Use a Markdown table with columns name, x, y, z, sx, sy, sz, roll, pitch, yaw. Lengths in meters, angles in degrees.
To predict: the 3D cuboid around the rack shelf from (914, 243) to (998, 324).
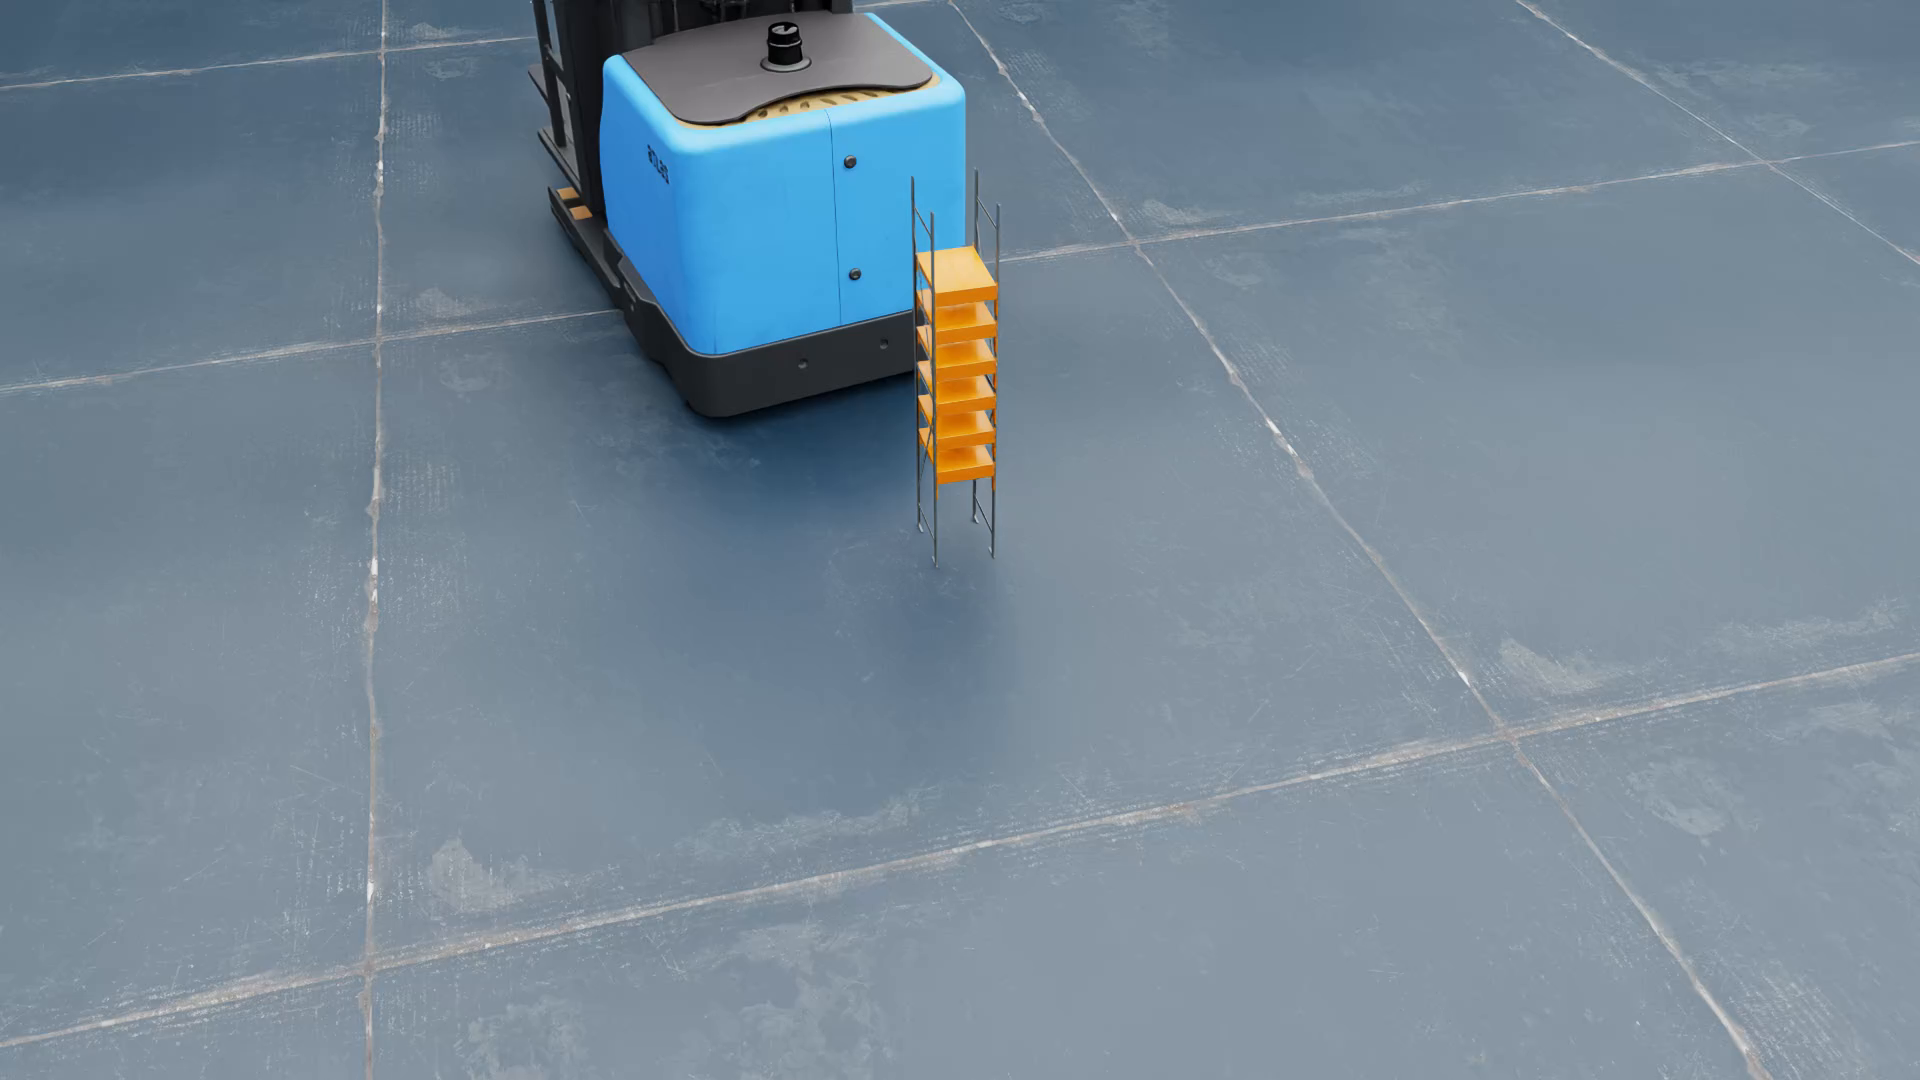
| name | x | y | z | sx | sy | sz | roll | pitch | yaw |
| --- | --- | --- | --- | --- | --- | --- | --- | --- | --- |
| rack shelf | -0.014 | -0.725 | 4.691 | 0.180 | 0.103 | 0.258 | -9 | 38 | -12 |

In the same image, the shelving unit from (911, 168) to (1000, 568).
| name | x | y | z | sx | sy | sz | roll | pitch | yaw |
| --- | --- | --- | --- | --- | --- | --- | --- | --- | --- |
| shelving unit | -0.014 | -0.474 | 4.882 | 0.189 | 1.200 | 0.258 | -9 | 38 | -12 |

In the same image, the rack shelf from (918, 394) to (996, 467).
| name | x | y | z | sx | sy | sz | roll | pitch | yaw |
| --- | --- | --- | --- | --- | --- | --- | --- | --- | --- |
| rack shelf | -0.014 | -0.344 | 4.982 | 0.180 | 0.103 | 0.258 | -9 | 38 | -12 |

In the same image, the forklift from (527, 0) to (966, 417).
| name | x | y | z | sx | sy | sz | roll | pitch | yaw |
| --- | --- | --- | --- | --- | --- | --- | --- | --- | --- |
| forklift | -1.061 | -2.470 | 6.067 | 1.130 | 2.935 | 3.031 | -16 | 40 | -20 |

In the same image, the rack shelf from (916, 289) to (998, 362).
| name | x | y | z | sx | sy | sz | roll | pitch | yaw |
| --- | --- | --- | --- | --- | --- | --- | --- | --- | --- |
| rack shelf | -0.014 | -0.630 | 4.764 | 0.180 | 0.103 | 0.258 | -9 | 38 | -12 |

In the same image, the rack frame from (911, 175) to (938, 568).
| name | x | y | z | sx | sy | sz | roll | pitch | yaw |
| --- | --- | --- | --- | --- | --- | --- | --- | --- | --- |
| rack frame | -0.102 | -0.460 | 4.864 | 0.006 | 1.200 | 0.240 | -9 | 38 | -12 |

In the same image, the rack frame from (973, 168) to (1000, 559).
| name | x | y | z | sx | sy | sz | roll | pitch | yaw |
| --- | --- | --- | --- | --- | --- | --- | --- | --- | --- |
| rack frame | 0.074 | -0.489 | 4.901 | 0.006 | 1.200 | 0.240 | -9 | 38 | -12 |

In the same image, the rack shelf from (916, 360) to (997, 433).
| name | x | y | z | sx | sy | sz | roll | pitch | yaw |
| --- | --- | --- | --- | --- | --- | --- | --- | --- | --- |
| rack shelf | -0.014 | -0.439 | 4.909 | 0.180 | 0.103 | 0.258 | -9 | 38 | -12 |

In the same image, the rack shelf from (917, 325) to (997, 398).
| name | x | y | z | sx | sy | sz | roll | pitch | yaw |
| --- | --- | --- | --- | --- | --- | --- | --- | --- | --- |
| rack shelf | -0.014 | -0.534 | 4.837 | 0.180 | 0.103 | 0.258 | -9 | 38 | -12 |

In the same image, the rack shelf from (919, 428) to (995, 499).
| name | x | y | z | sx | sy | sz | roll | pitch | yaw |
| --- | --- | --- | --- | --- | --- | --- | --- | --- | --- |
| rack shelf | -0.014 | -0.248 | 5.055 | 0.180 | 0.103 | 0.258 | -9 | 38 | -12 |
